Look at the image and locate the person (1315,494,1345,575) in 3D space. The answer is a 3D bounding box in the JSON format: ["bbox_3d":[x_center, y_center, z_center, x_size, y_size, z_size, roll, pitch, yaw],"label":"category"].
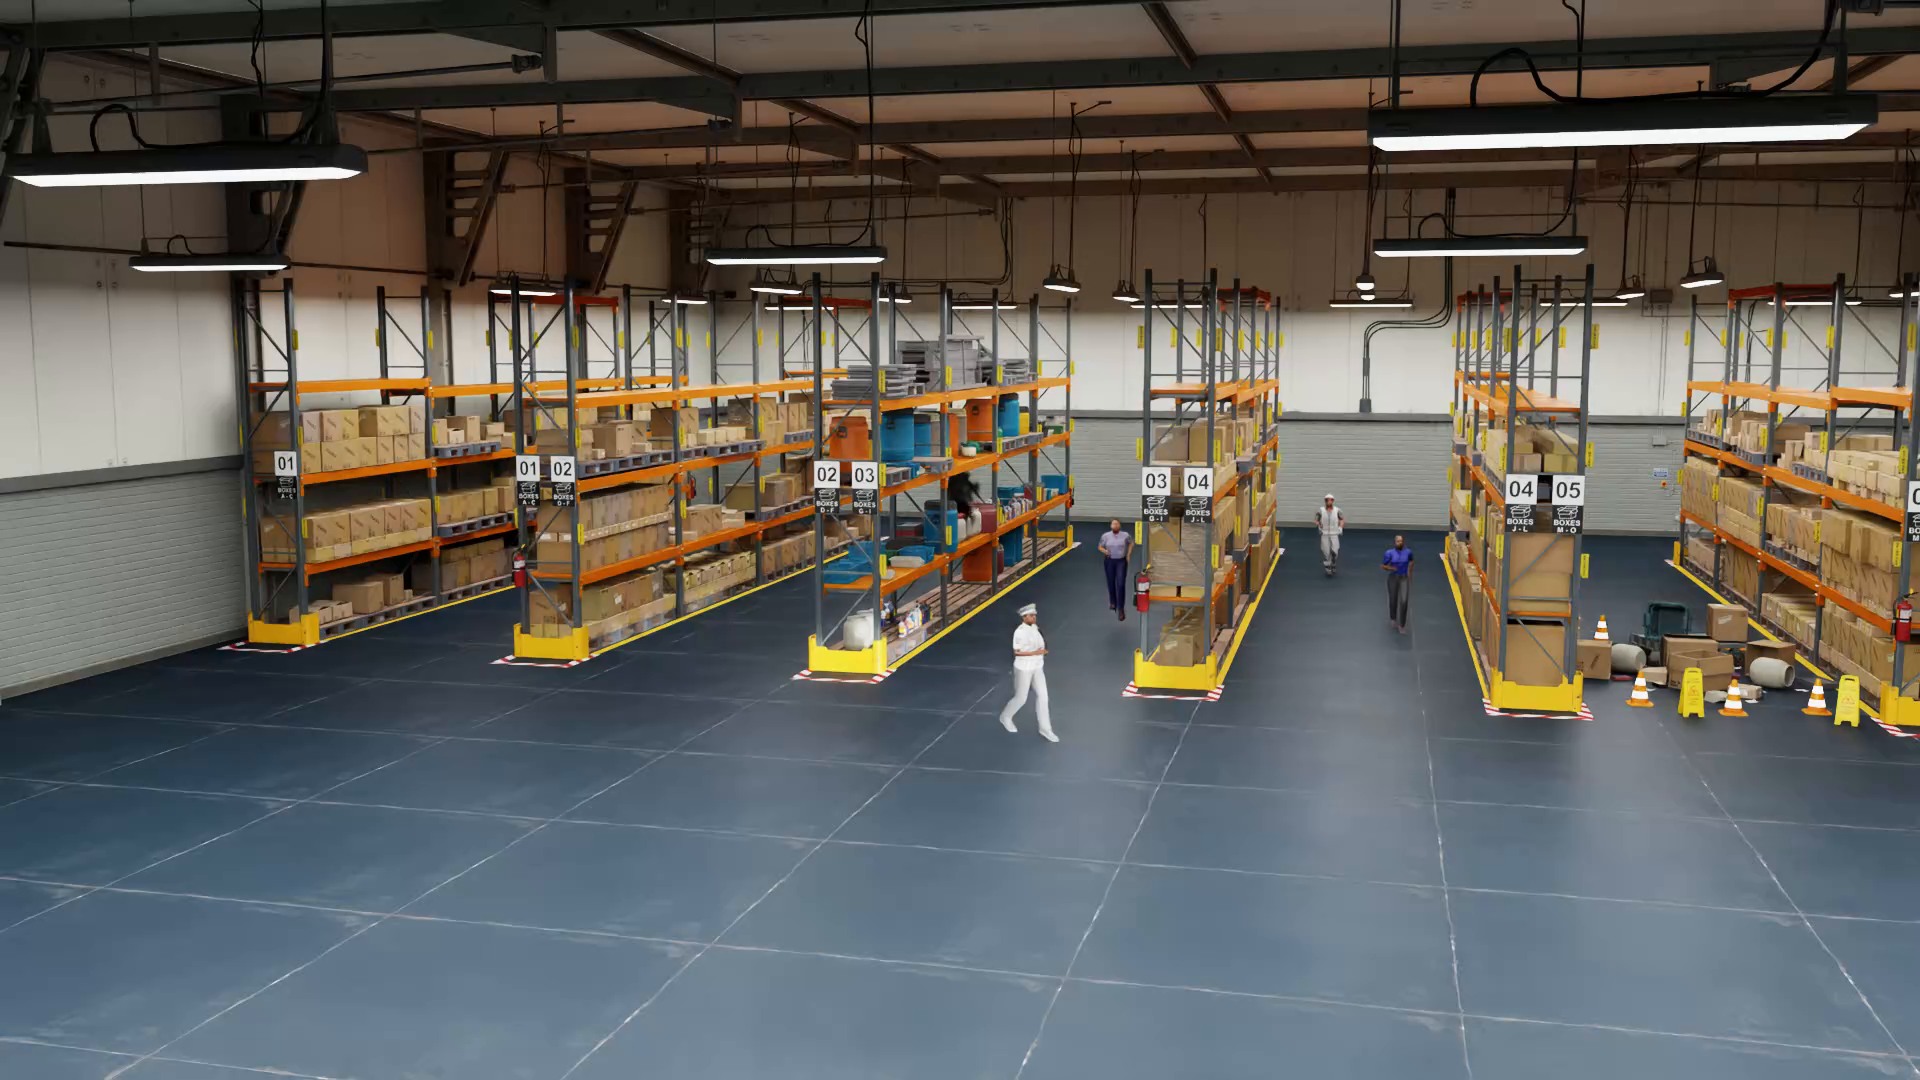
[{"bbox_3d":[7.838,-0.101,35.266,0.628,1.740,0.574,2,7,14],"label":"person"}]

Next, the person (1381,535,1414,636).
[{"bbox_3d":[7.528,0.753,28.623,0.567,1.707,0.787,1,7,12],"label":"person"}]

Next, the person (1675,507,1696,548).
[{"bbox_3d":[16.750,-0.431,38.392,0.517,1.685,0.749,6,9,43],"label":"person"}]

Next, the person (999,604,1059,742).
[{"bbox_3d":[0.857,1.645,20.903,0.871,1.718,0.570,6,9,43],"label":"person"}]

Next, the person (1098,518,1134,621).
[{"bbox_3d":[2.680,0.500,28.758,0.592,1.768,0.707,1,7,11],"label":"person"}]
